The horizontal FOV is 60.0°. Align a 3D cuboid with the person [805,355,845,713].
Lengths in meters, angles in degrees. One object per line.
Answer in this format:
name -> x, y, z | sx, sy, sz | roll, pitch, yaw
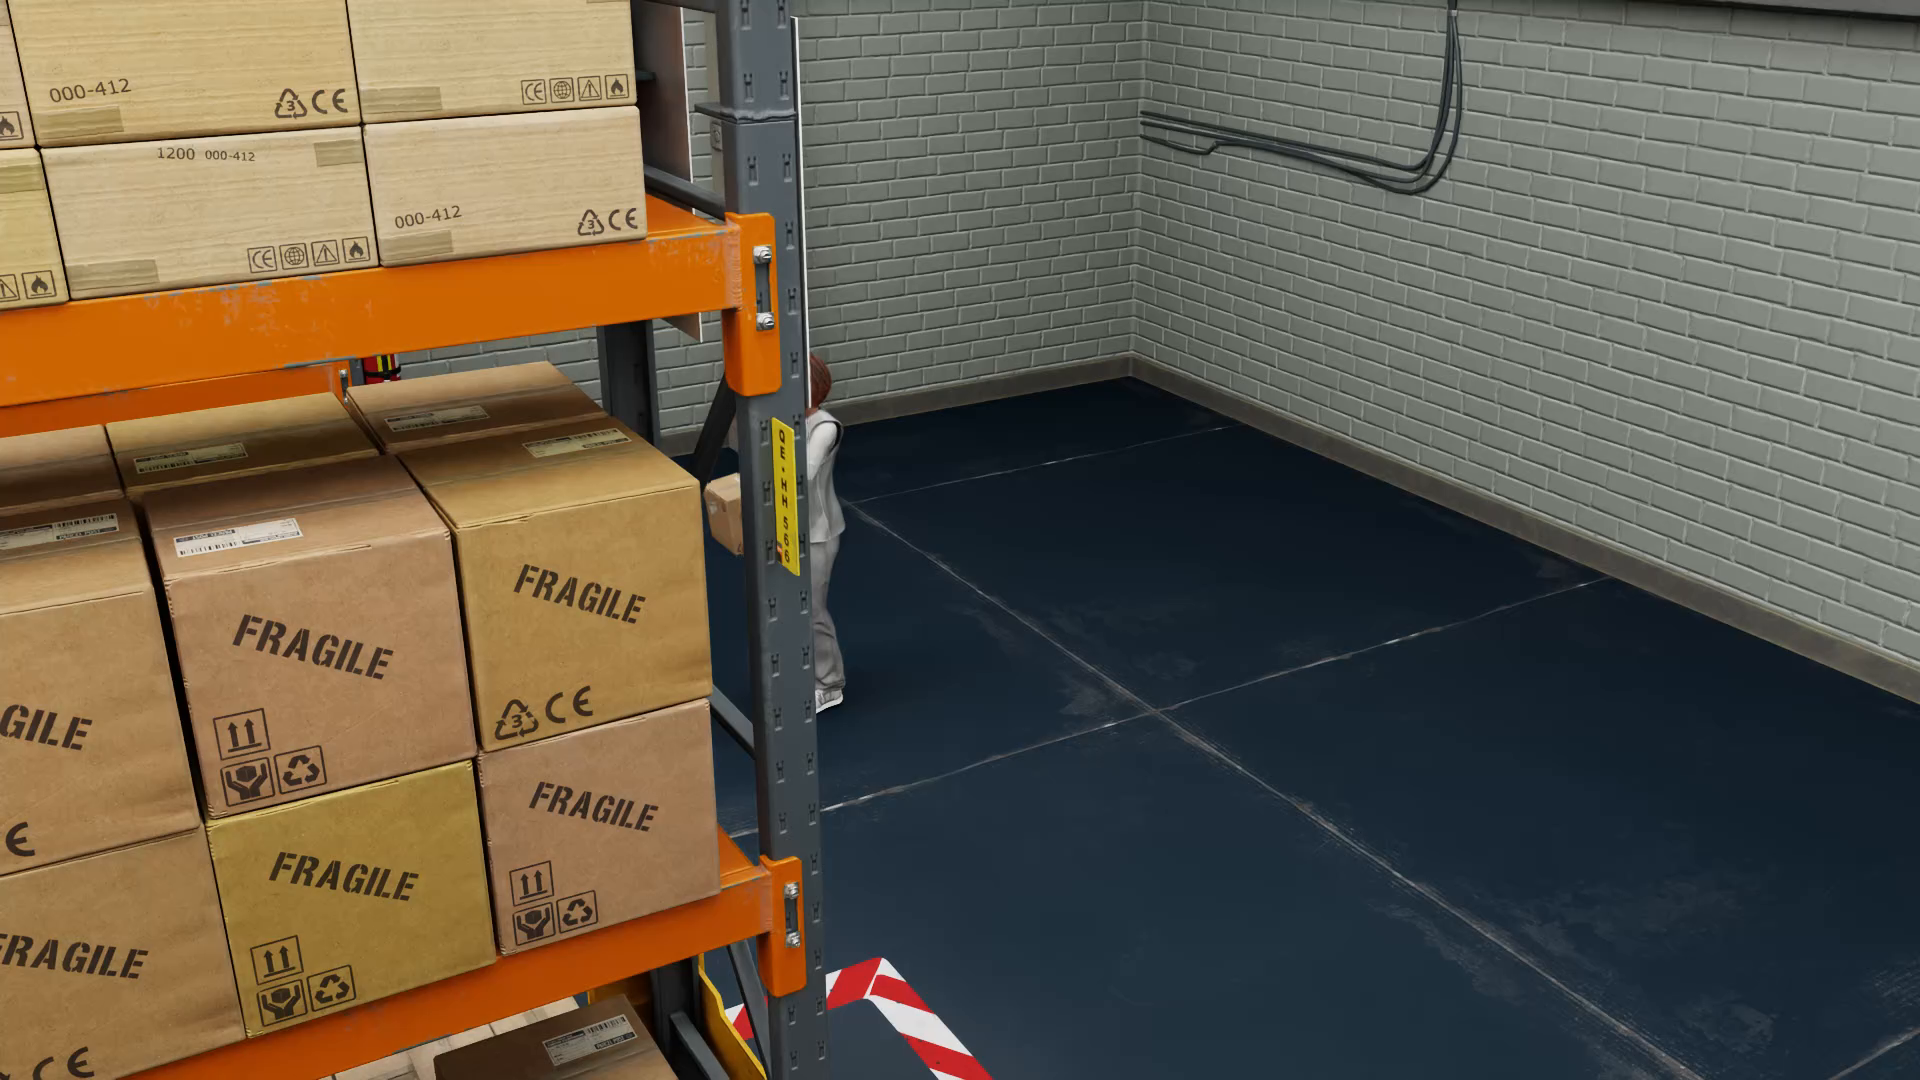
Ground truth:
person -> -0.742, -0.007, 7.127 | 0.498, 1.598, 0.385 | -13, 25, -28
